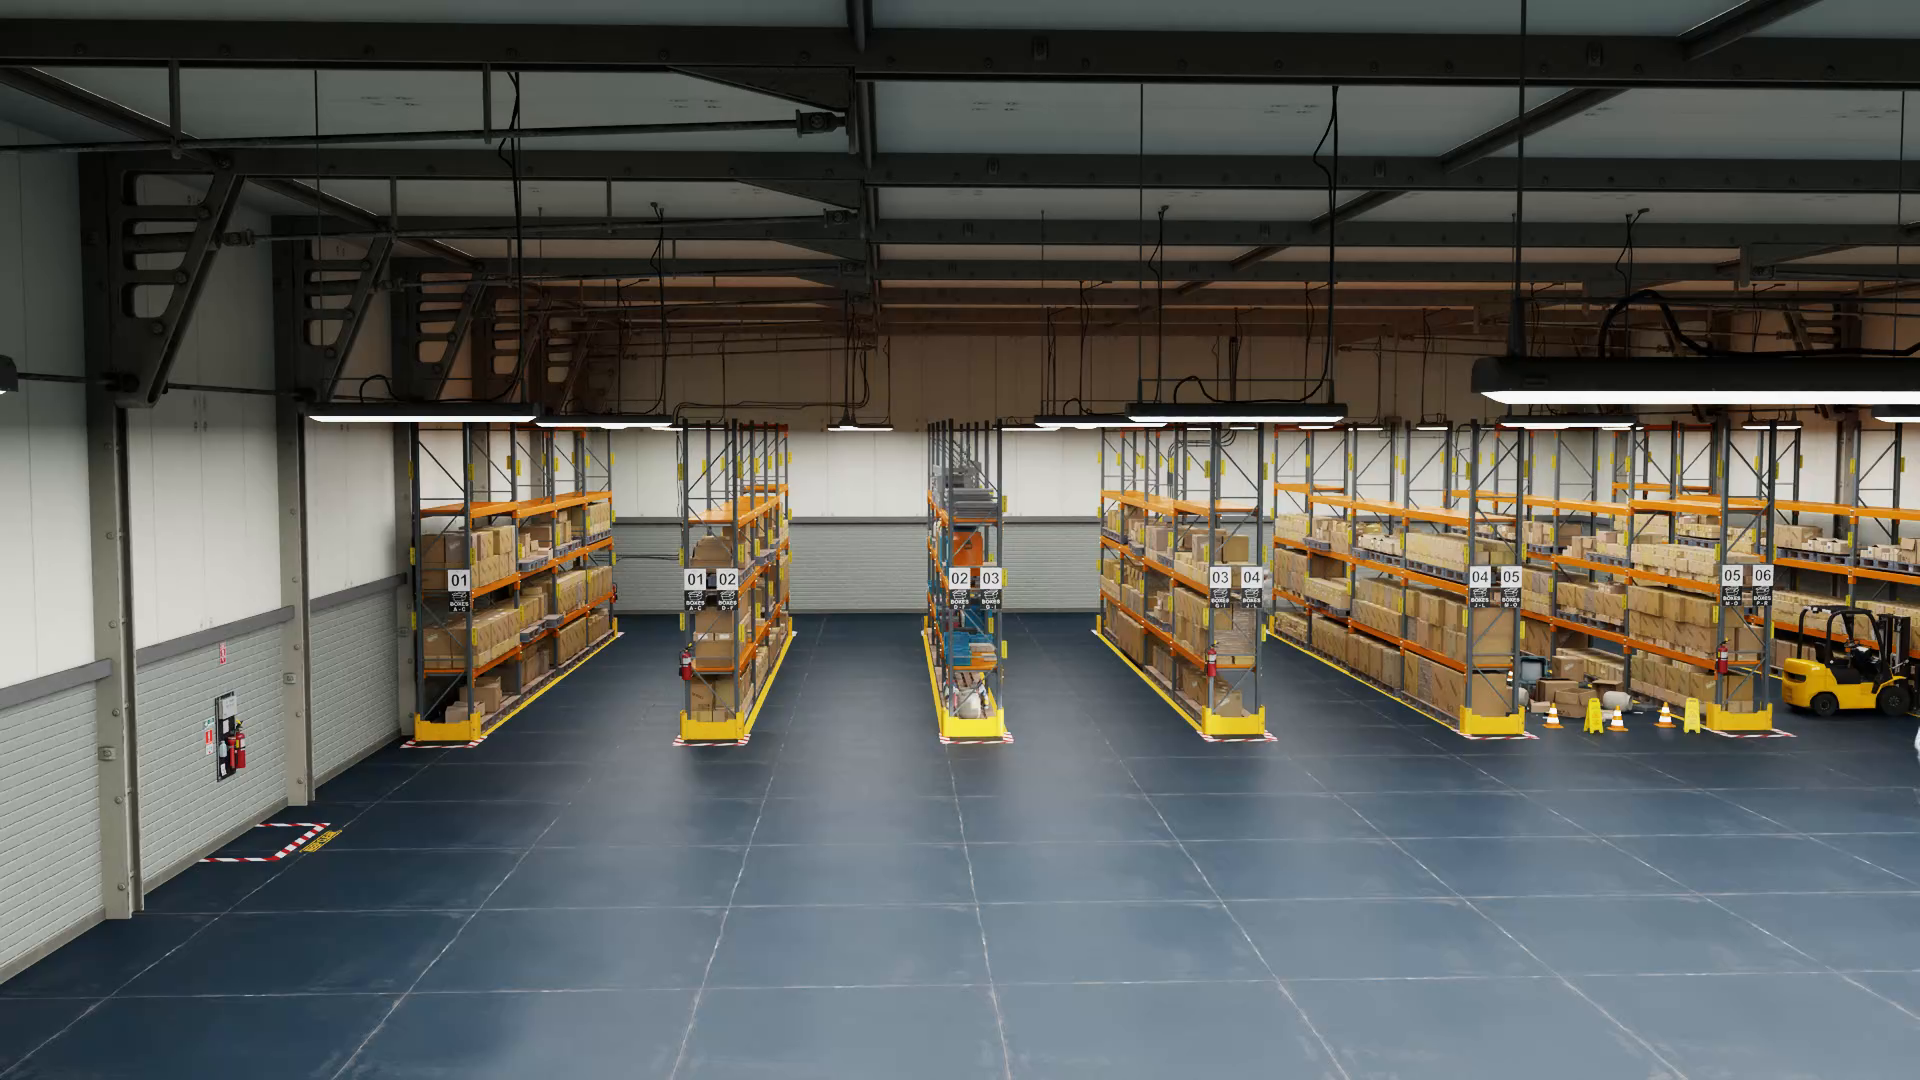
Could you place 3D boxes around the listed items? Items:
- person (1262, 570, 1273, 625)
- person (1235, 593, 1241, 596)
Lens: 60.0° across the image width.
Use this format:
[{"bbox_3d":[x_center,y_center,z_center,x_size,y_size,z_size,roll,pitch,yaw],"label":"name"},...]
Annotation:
[{"bbox_3d":[8.929,1.714,49.020,0.883,1.718,0.823,0,4,-3],"label":"person"},{"bbox_3d":[7.765,1.842,46.594,0.661,1.721,0.971,0,4,1],"label":"person"}]
